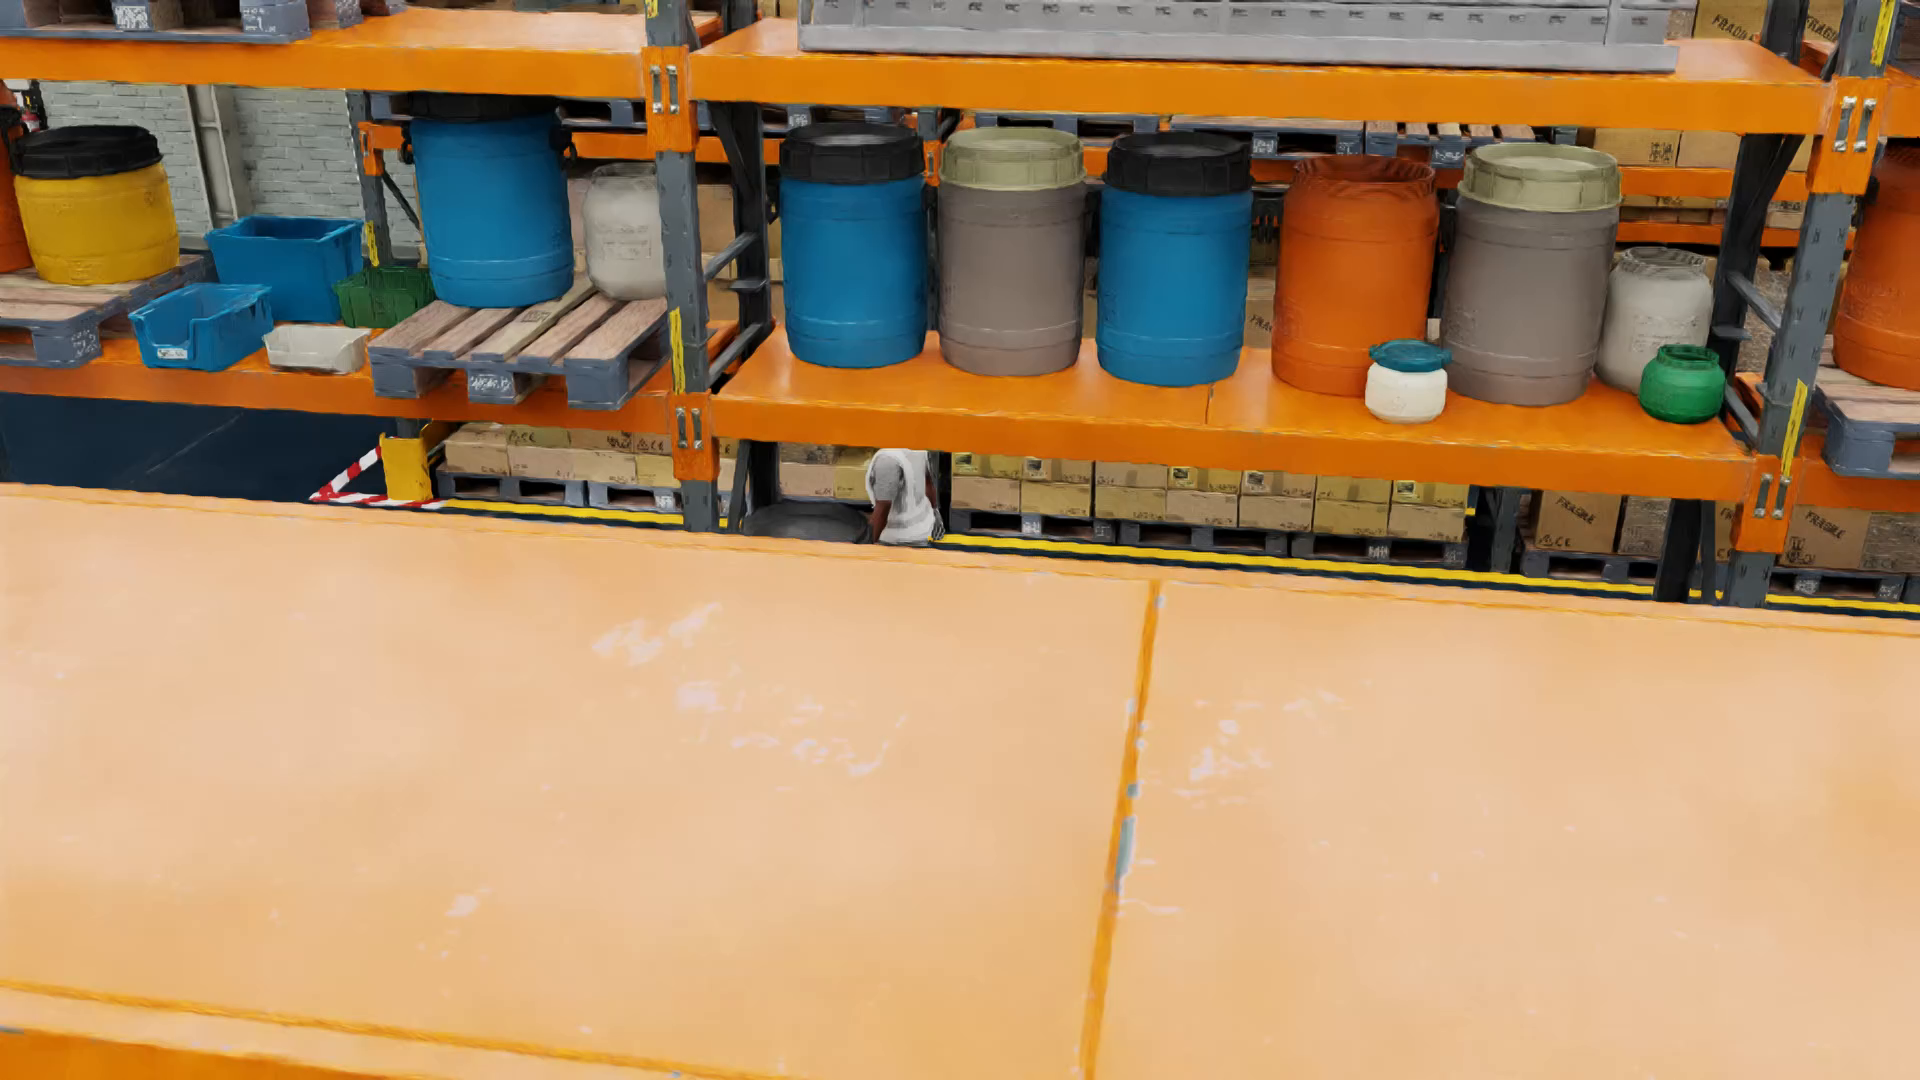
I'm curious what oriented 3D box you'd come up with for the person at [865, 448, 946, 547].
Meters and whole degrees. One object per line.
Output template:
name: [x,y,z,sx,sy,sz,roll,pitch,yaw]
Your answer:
person: [-0.434,-0.072,9.994,0.992,1.727,0.584,3,25,8]
